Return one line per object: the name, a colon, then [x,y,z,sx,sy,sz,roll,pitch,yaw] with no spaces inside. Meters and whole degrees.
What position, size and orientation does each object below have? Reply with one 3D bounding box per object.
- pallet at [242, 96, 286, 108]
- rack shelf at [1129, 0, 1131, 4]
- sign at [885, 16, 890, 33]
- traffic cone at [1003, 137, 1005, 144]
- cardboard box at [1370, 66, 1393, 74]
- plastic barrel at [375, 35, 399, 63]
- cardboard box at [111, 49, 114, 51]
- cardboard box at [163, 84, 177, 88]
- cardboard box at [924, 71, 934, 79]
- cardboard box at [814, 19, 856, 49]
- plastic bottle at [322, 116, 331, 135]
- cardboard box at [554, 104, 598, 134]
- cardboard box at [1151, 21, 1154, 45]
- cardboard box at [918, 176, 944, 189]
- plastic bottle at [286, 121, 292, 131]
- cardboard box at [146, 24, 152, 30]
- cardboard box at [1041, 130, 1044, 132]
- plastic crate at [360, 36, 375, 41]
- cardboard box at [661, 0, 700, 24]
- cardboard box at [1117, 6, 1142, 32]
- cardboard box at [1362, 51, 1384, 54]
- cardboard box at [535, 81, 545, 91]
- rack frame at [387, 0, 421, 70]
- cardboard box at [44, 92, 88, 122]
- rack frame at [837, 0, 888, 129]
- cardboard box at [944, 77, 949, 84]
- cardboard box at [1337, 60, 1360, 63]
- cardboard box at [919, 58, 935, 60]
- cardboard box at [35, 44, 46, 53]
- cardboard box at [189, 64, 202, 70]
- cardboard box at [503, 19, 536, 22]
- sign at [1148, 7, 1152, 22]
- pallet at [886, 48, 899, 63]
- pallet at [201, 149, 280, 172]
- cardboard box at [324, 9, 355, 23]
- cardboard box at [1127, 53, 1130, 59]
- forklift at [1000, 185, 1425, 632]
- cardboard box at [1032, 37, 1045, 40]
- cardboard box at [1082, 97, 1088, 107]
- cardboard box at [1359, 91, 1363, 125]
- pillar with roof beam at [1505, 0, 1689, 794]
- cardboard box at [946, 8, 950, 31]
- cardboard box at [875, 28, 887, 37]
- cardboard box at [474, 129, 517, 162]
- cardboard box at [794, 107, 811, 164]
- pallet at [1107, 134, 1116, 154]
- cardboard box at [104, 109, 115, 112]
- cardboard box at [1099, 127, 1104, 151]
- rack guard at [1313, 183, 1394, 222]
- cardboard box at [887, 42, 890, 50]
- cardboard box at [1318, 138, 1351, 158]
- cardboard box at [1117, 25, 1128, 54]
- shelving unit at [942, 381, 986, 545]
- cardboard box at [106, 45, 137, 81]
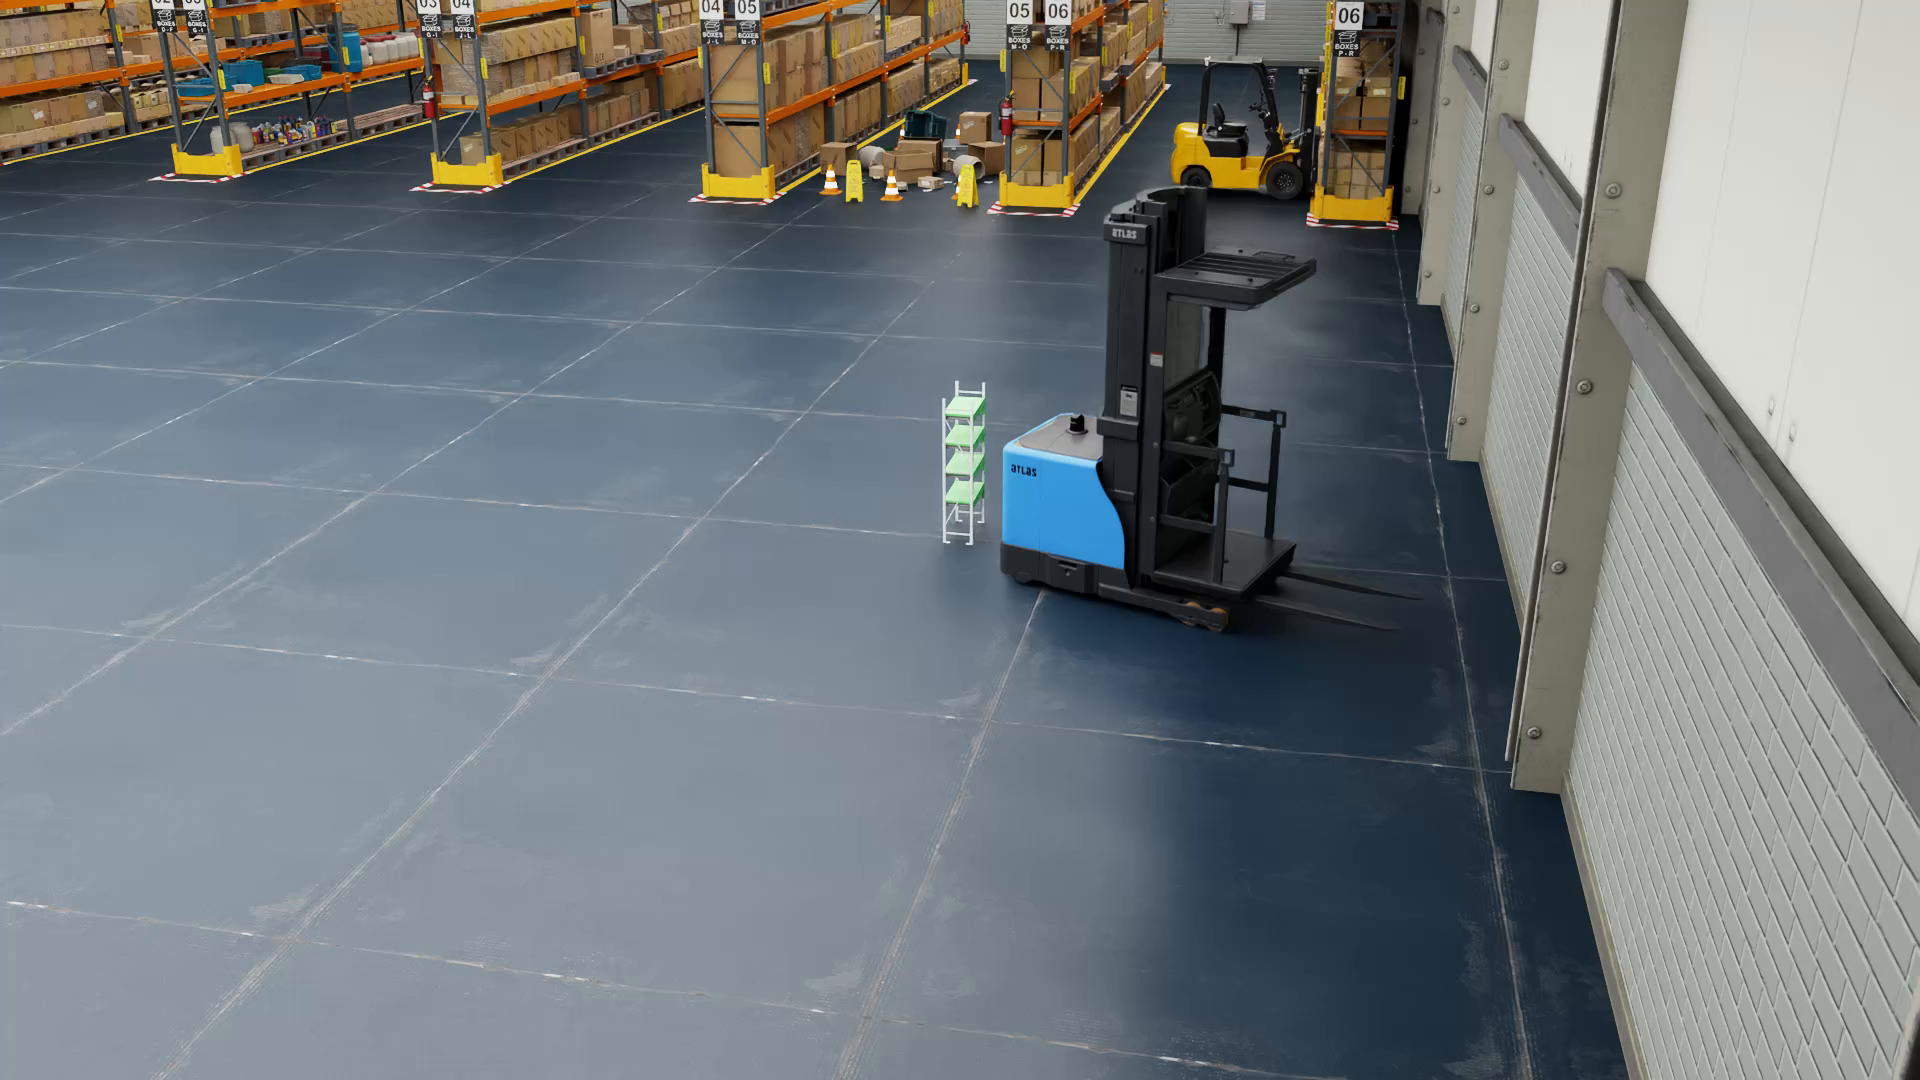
pallet: [-16.361,-10.180,38.378,1.003,0.211,1.213,4,22,11]
rack shelf: [3.256,-11.480,34.822,1.077,0.370,4.000,4,22,11]
sign: [-1.474,-10.528,33.959,0.100,0.325,0.005,4,22,11]
traffic cone: [0.914,-7.612,31.665,0.336,0.463,0.334,4,22,11]
cardboard box: [6.724,-7.447,26.460,0.380,0.149,0.250,4,22,10]
plastic barrel: [-11.871,-10.184,34.474,0.433,0.535,0.433,0,22,0]
cardboard box: [-17.367,-10.014,34.412,0.396,0.266,0.258,4,22,10]
cardboard box: [-16.726,-9.614,35.609,0.500,0.311,0.500,5,22,12]
cardboard box: [-0.815,-10.849,38.765,0.380,0.149,0.250,6,23,14]
cardboard box: [-2.428,-9.819,32.276,0.700,0.500,0.500,4,22,10]
plastic bottle: [-12.368,-8.079,32.386,0.144,0.351,0.185,4,22,9]
cardboard box: [-7.523,-8.251,32.614,0.700,0.500,0.500,3,22,7]
cardboard box: [4.123,-11.536,37.879,0.500,0.500,0.500,5,22,11]
cardboard box: [-0.495,-6.076,28.272,0.380,0.149,0.250,18,28,38]
plastic bottle: [-13.001,-7.974,32.232,0.097,0.271,0.097,0,22,0]
cardboard box: [-20.376,-12.790,41.436,0.380,0.149,0.250,5,22,11]
cardboard box: [1.187,-6.878,27.692,0.380,0.149,0.250,5,22,12]
plastic crate: [-12.331,-10.286,34.824,0.402,0.464,0.583,4,22,11]
cardboard box: [-6.311,-11.937,37.532,0.797,0.503,0.637,5,22,12]
cardboard box: [3.598,-11.108,35.478,0.500,0.500,0.500,5,23,13]
cardboard box: [7.485,-8.773,30.150,0.380,0.149,0.250,4,22,11]
cardboard box: [-7.746,-8.219,30.112,0.380,0.149,0.250,4,22,11]
rack frame: [-14.918,-14.129,44.451,1.000,3.000,0.127,4,22,11]
cardboard box: [-17.459,-8.456,32.480,0.500,0.500,0.500,4,22,11]
rack frame: [-2.018,-10.032,34.277,1.000,3.000,0.127,4,22,11]
cardboard box: [-0.485,-11.142,40.288,0.380,0.149,0.250,5,22,12]
cardboard box: [6.351,-7.766,27.250,0.380,0.149,0.250,4,22,11]
cardboard box: [-0.826,-11.940,41.473,0.380,0.149,0.250,3,22,8]
cardboard box: [-17.578,-9.314,31.493,0.380,0.149,0.250,5,22,11]
cardboard box: [-20.226,-12.527,43.257,0.700,0.500,0.500,4,22,10]
cardboard box: [-8.111,-9.304,30.600,0.500,0.500,0.500,4,22,11]
sign: [4.197,-11.617,36.769,0.100,0.325,0.005,4,22,11]
pallet: [-1.977,-10.211,34.980,1.213,0.211,1.003,4,22,11]
pallet: [-13.194,-6.933,30.316,1.003,0.211,1.213,4,22,11]
cardboard box: [-15.364,-12.878,41.211,0.500,0.500,0.500,5,22,12]
cardboard box: [3.194,-9.782,33.857,0.500,0.250,0.500,4,22,10]
forklift: [1.834,-0.936,11.785,3.031,2.935,1.130,13,25,28]
cardboard box: [1.220,-7.996,27.352,0.700,0.500,0.500,4,22,10]
cardboard box: [1.962,-7.411,28.107,0.380,0.149,0.250,5,22,11]
cardboard box: [6.533,-6.787,26.087,0.500,0.500,0.500,5,23,13]
pillar with roof beam: [-0.787,-3.102,9.042,9.100,9.000,0.400,4,22,11]
cardboard box: [-0.542,-12.402,39.631,0.500,0.500,0.500,6,23,14]
cardboard box: [-1.734,-10.542,34.522,0.380,0.149,0.250,4,22,11]
cardboard box: [-8.254,-7.005,29.545,0.500,0.500,0.500,11,24,25]
cardboard box: [-3.212,-7.223,29.586,0.875,0.875,0.875,5,22,11]
pallet: [2.436,-7.667,32.139,1.003,0.211,1.213,4,22,11]
cardboard box: [-17.566,-8.834,34.421,0.500,0.250,0.500,4,22,10]
cardboard box: [2.136,-7.396,30.689,0.950,0.372,0.625,5,22,12]
rack guard: [6.071,-5.220,25.677,1.175,0.500,0.348,4,22,11]
cardboard box: [-1.675,-10.356,34.857,0.380,0.149,0.250,6,23,14]
cardboard box: [6.056,-6.336,26.882,0.500,0.250,0.500,5,22,12]
cardboard box: [3.027,-9.883,32.814,0.500,0.500,0.500,4,22,9]
shelving unit: [0.034,-0.617,13.310,0.258,1.200,0.503,4,22,11]
cardboard box: [-20.768,-11.667,40.653,0.750,0.750,0.750,5,23,13]
